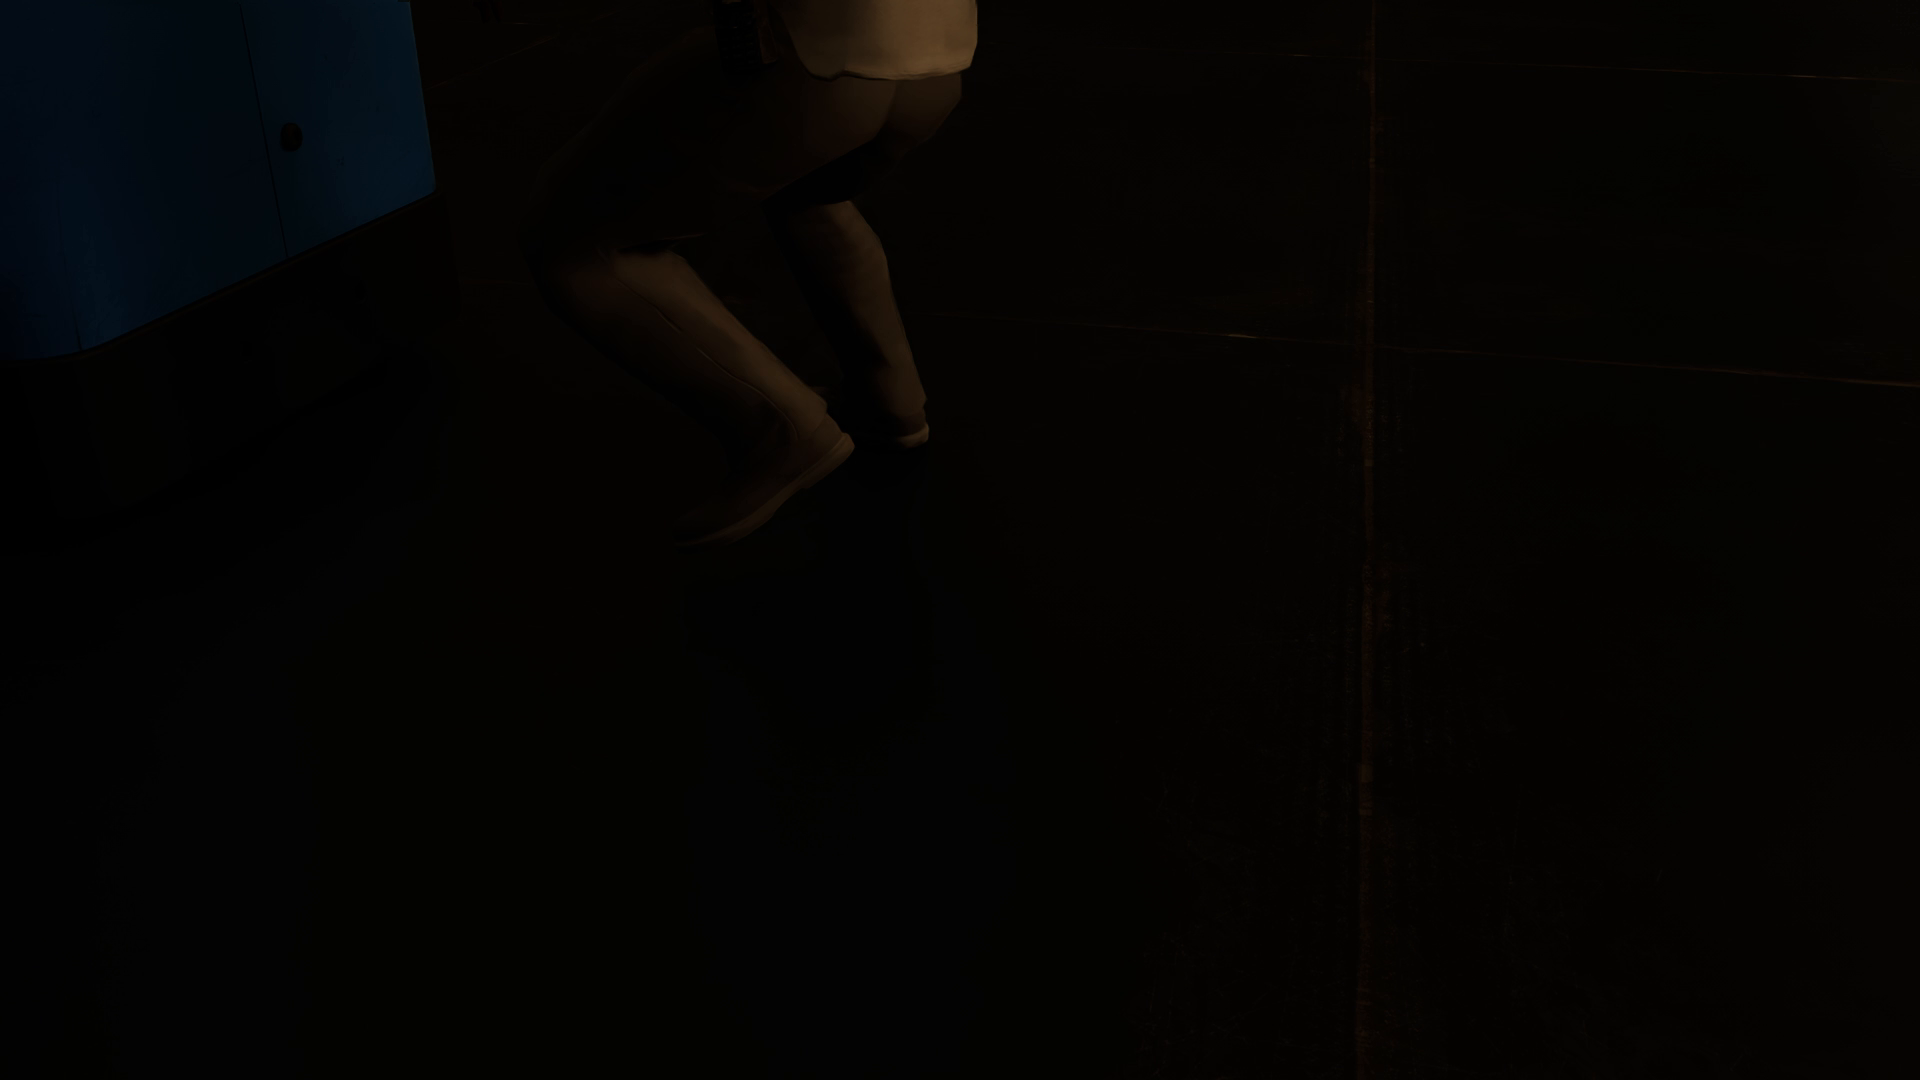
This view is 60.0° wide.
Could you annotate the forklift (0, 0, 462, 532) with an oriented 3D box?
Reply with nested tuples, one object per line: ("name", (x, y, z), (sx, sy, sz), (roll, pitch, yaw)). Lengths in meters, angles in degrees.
("forklift", (-2.537, -1.678, 2.572), (3.031, 2.935, 1.130), (8, 28, 15))

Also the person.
("person", (-0.269, -0.712, 2.230), (0.666, 1.510, 0.779), (13, 30, 25))
